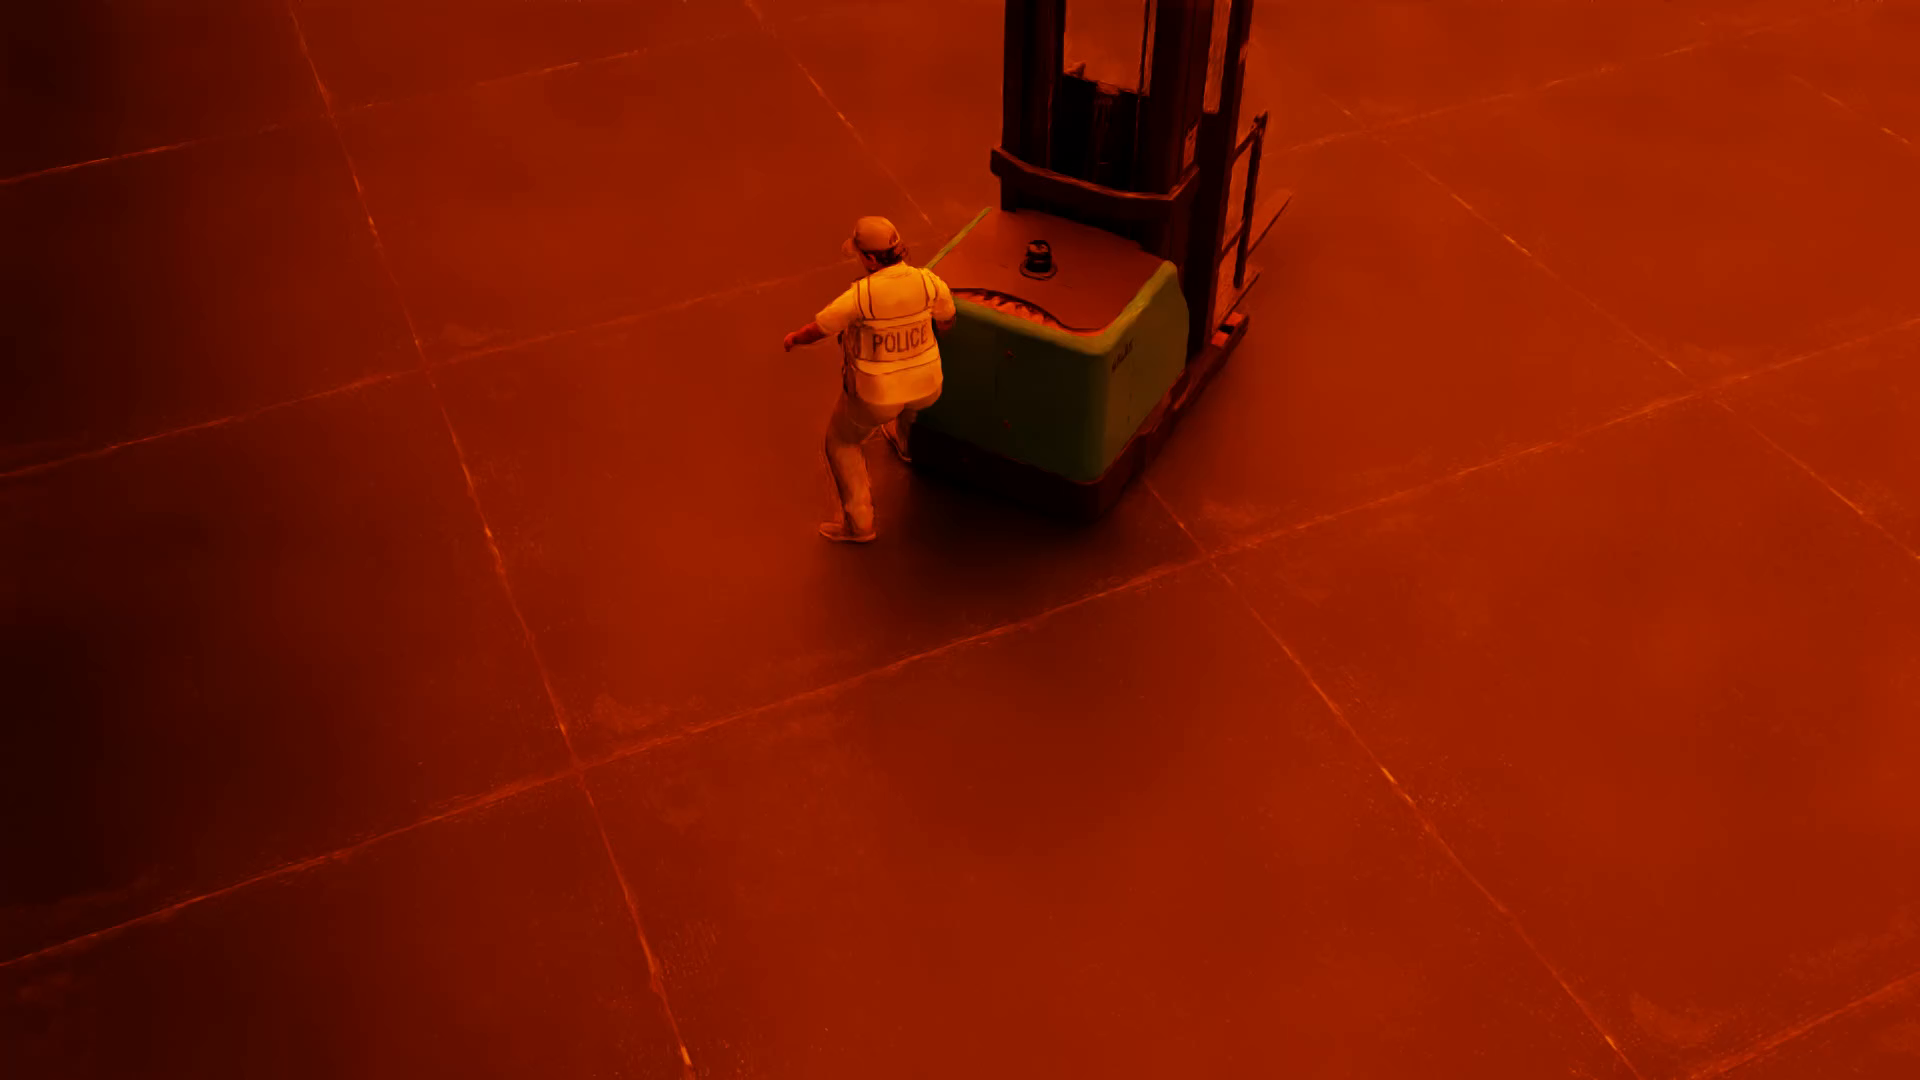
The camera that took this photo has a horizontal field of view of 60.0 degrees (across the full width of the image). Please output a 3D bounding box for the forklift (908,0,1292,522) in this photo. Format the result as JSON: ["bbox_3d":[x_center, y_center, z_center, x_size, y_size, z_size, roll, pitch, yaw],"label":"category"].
[{"bbox_3d":[0.900,-2.154,7.988,1.130,2.935,3.031,21,47,21],"label":"forklift"}]

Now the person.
[{"bbox_3d":[-0.397,-0.817,7.604,0.764,1.594,0.775,-17,46,-18],"label":"person"}]
